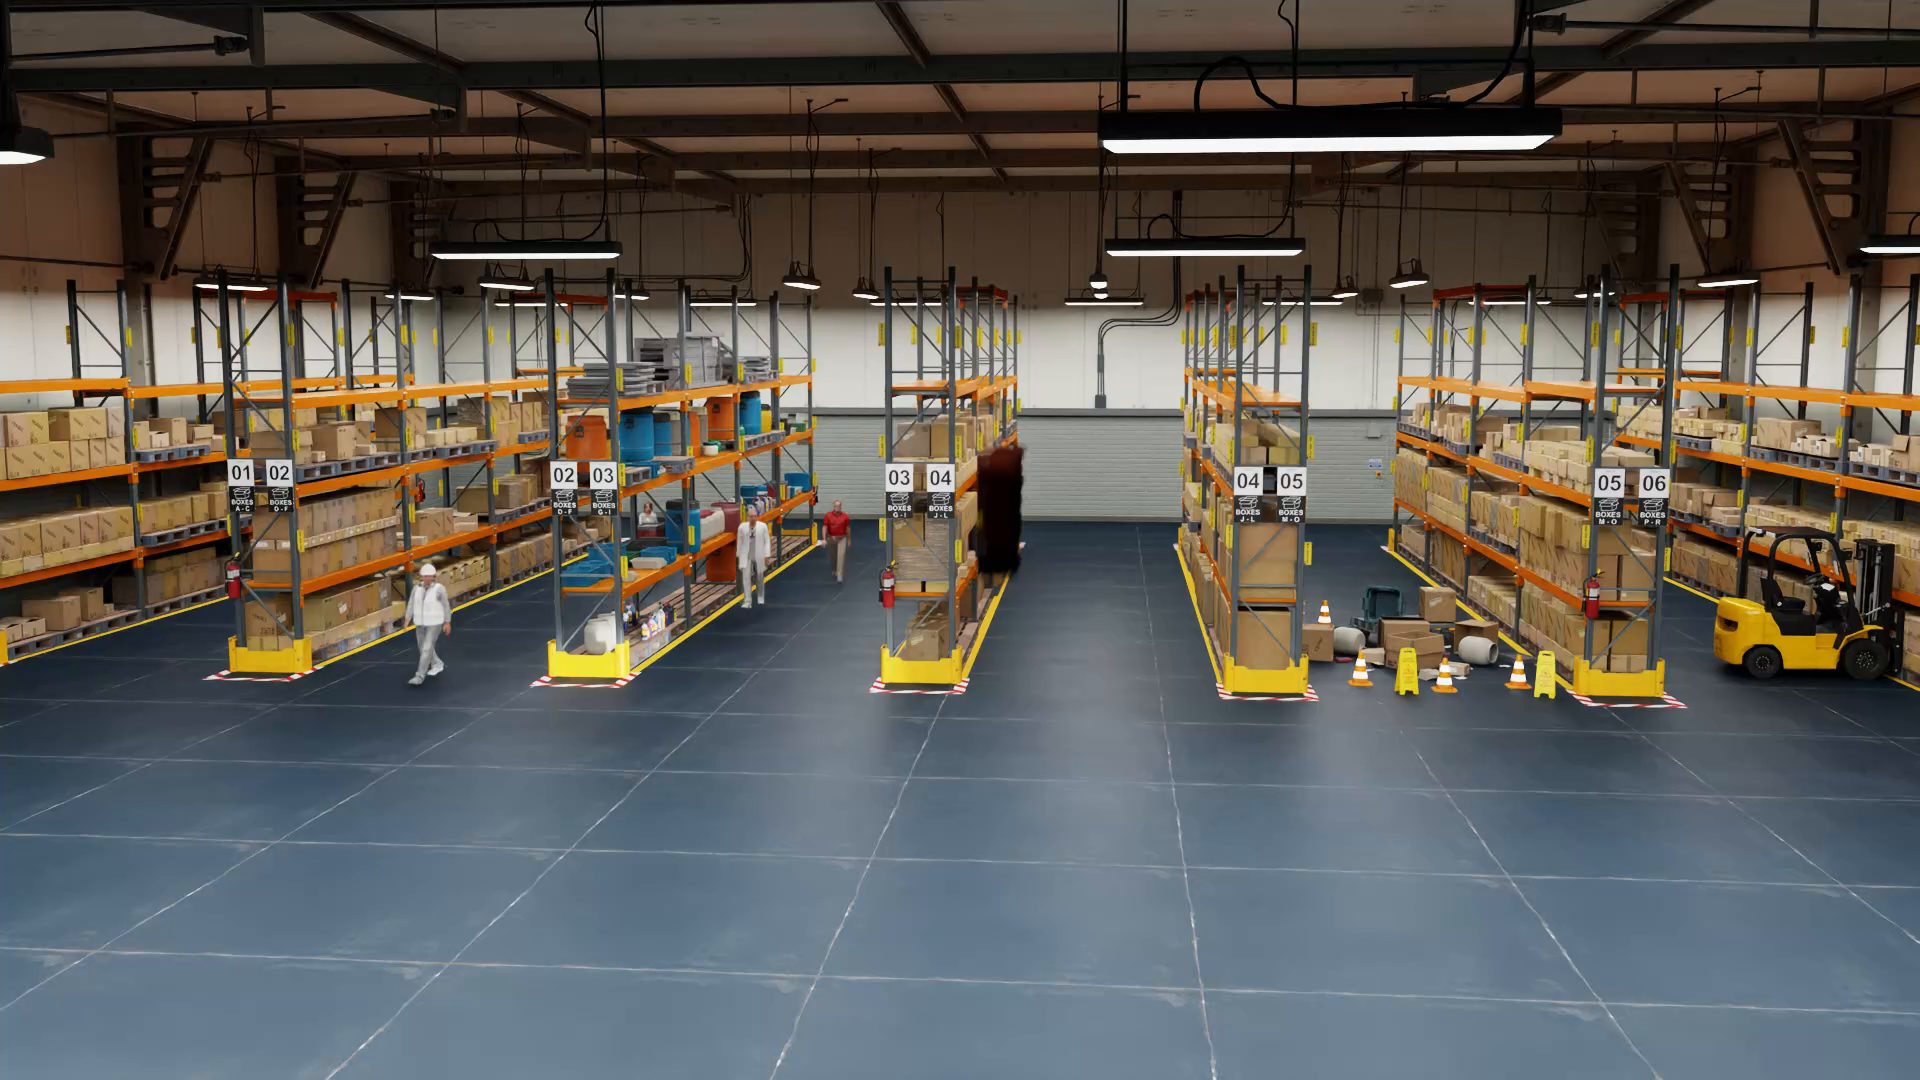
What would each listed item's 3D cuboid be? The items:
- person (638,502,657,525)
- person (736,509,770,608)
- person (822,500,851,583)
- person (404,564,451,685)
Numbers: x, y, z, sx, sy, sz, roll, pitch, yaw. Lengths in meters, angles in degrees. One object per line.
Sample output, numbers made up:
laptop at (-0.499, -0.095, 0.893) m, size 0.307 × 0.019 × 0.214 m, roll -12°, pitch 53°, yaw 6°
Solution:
person at (-6.501, 0.009, 34.627) m, size 0.441 × 1.601 × 0.460 m, roll 0°, pitch 7°, yaw 2°
person at (-3.641, 0.308, 29.275) m, size 0.611 × 1.757 × 1.079 m, roll 0°, pitch 7°, yaw -2°
person at (-2.549, 0.013, 34.197) m, size 0.562 × 1.665 × 1.099 m, roll 0°, pitch 7°, yaw 2°
person at (-7.762, 1.207, 24.194) m, size 0.593 × 1.729 × 0.988 m, roll 1°, pitch 7°, yaw 12°
